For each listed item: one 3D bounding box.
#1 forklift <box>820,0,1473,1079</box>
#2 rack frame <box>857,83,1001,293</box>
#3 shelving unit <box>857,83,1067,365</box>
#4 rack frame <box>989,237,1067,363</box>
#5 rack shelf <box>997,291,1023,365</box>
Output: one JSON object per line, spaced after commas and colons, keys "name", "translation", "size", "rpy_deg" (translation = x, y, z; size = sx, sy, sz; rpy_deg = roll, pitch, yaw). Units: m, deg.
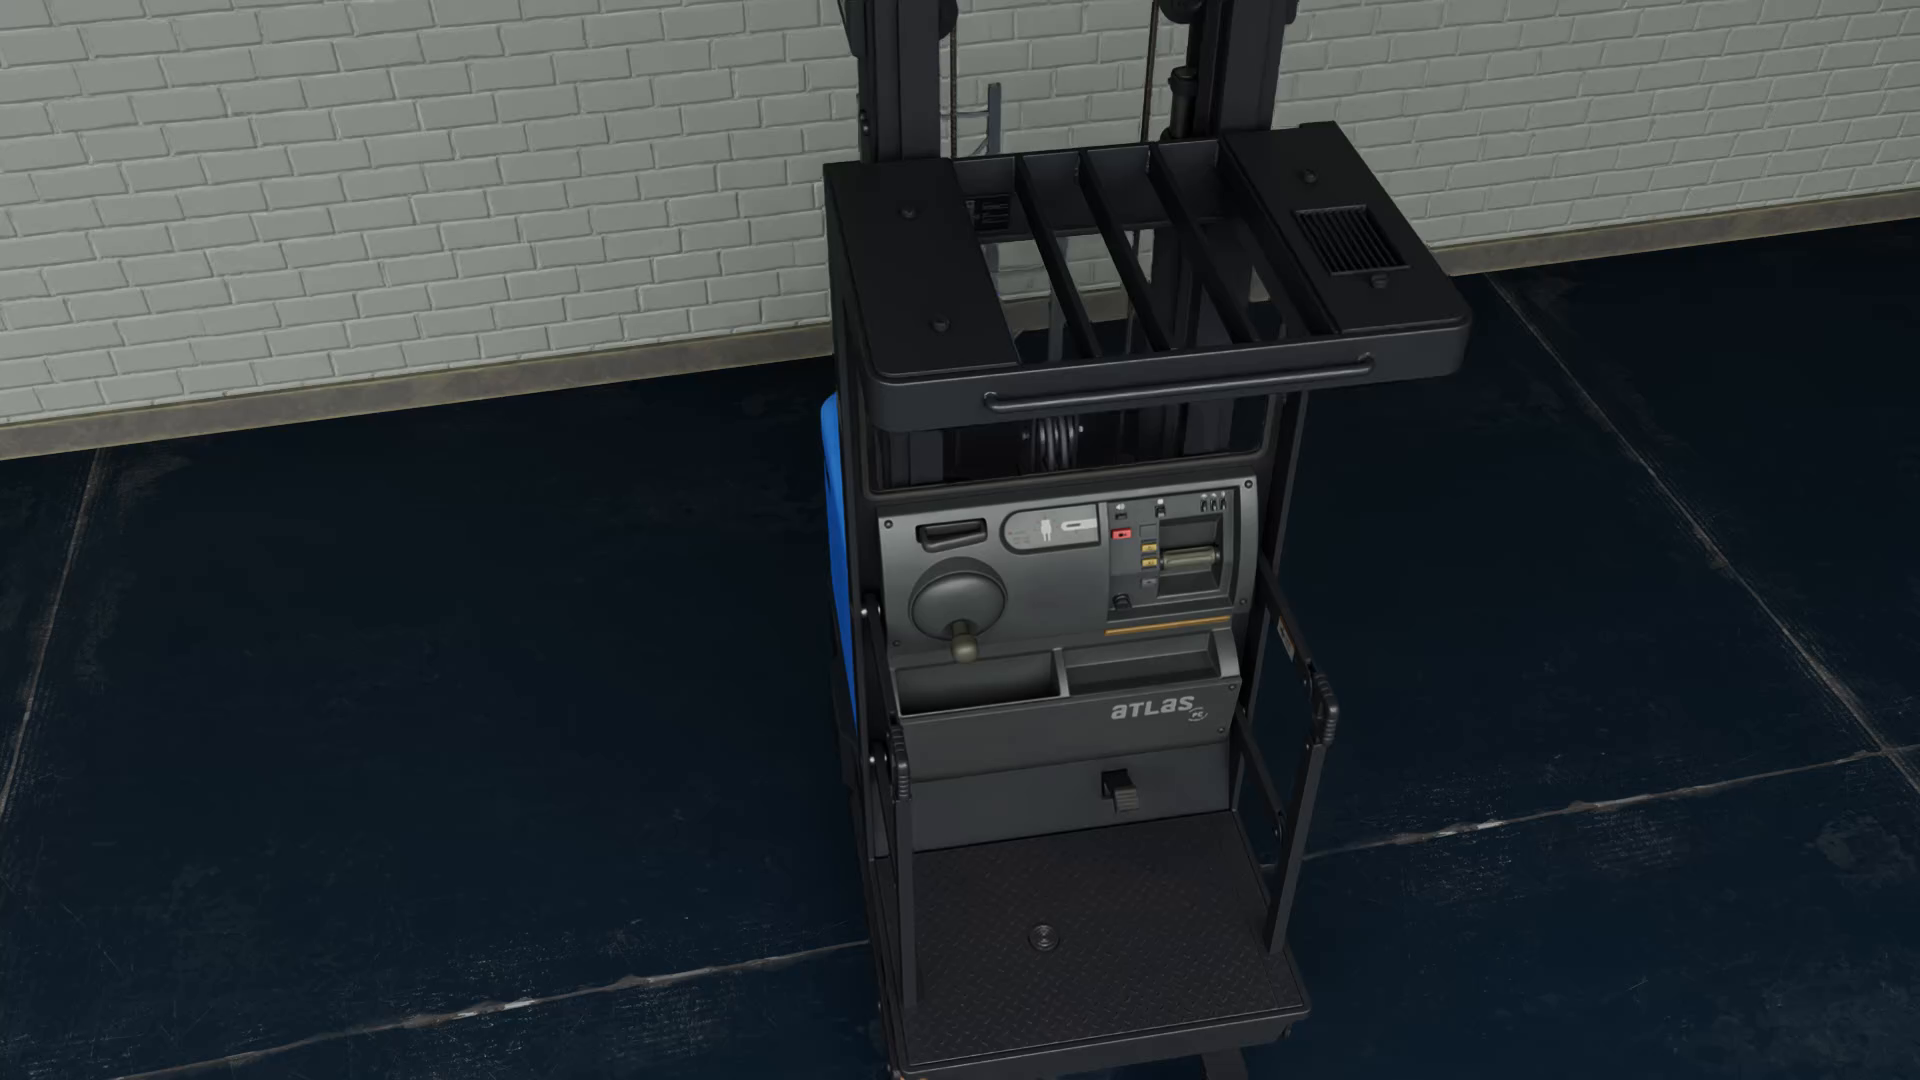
{"name": "forklift", "translation": [0.307, 0.147, 3.877], "size": [1.130, 2.935, 3.031], "rpy_deg": [-6, 42, -7]}
{"name": "rack frame", "translation": [-0.105, -0.989, 6.234], "size": [0.500, 1.500, 0.032], "rpy_deg": [-7, 42, -8]}
{"name": "shelving unit", "translation": [-0.015, -0.657, 5.860], "size": [0.538, 1.500, 1.048], "rpy_deg": [-7, 42, -8]}
{"name": "rack frame", "translation": [0.075, -0.325, 5.486], "size": [0.500, 1.500, 0.032], "rpy_deg": [-7, 42, -8]}
{"name": "rack shelf", "translation": [-0.015, -0.522, 5.980], "size": [0.538, 0.185, 1.000], "rpy_deg": [-7, 42, -8]}
